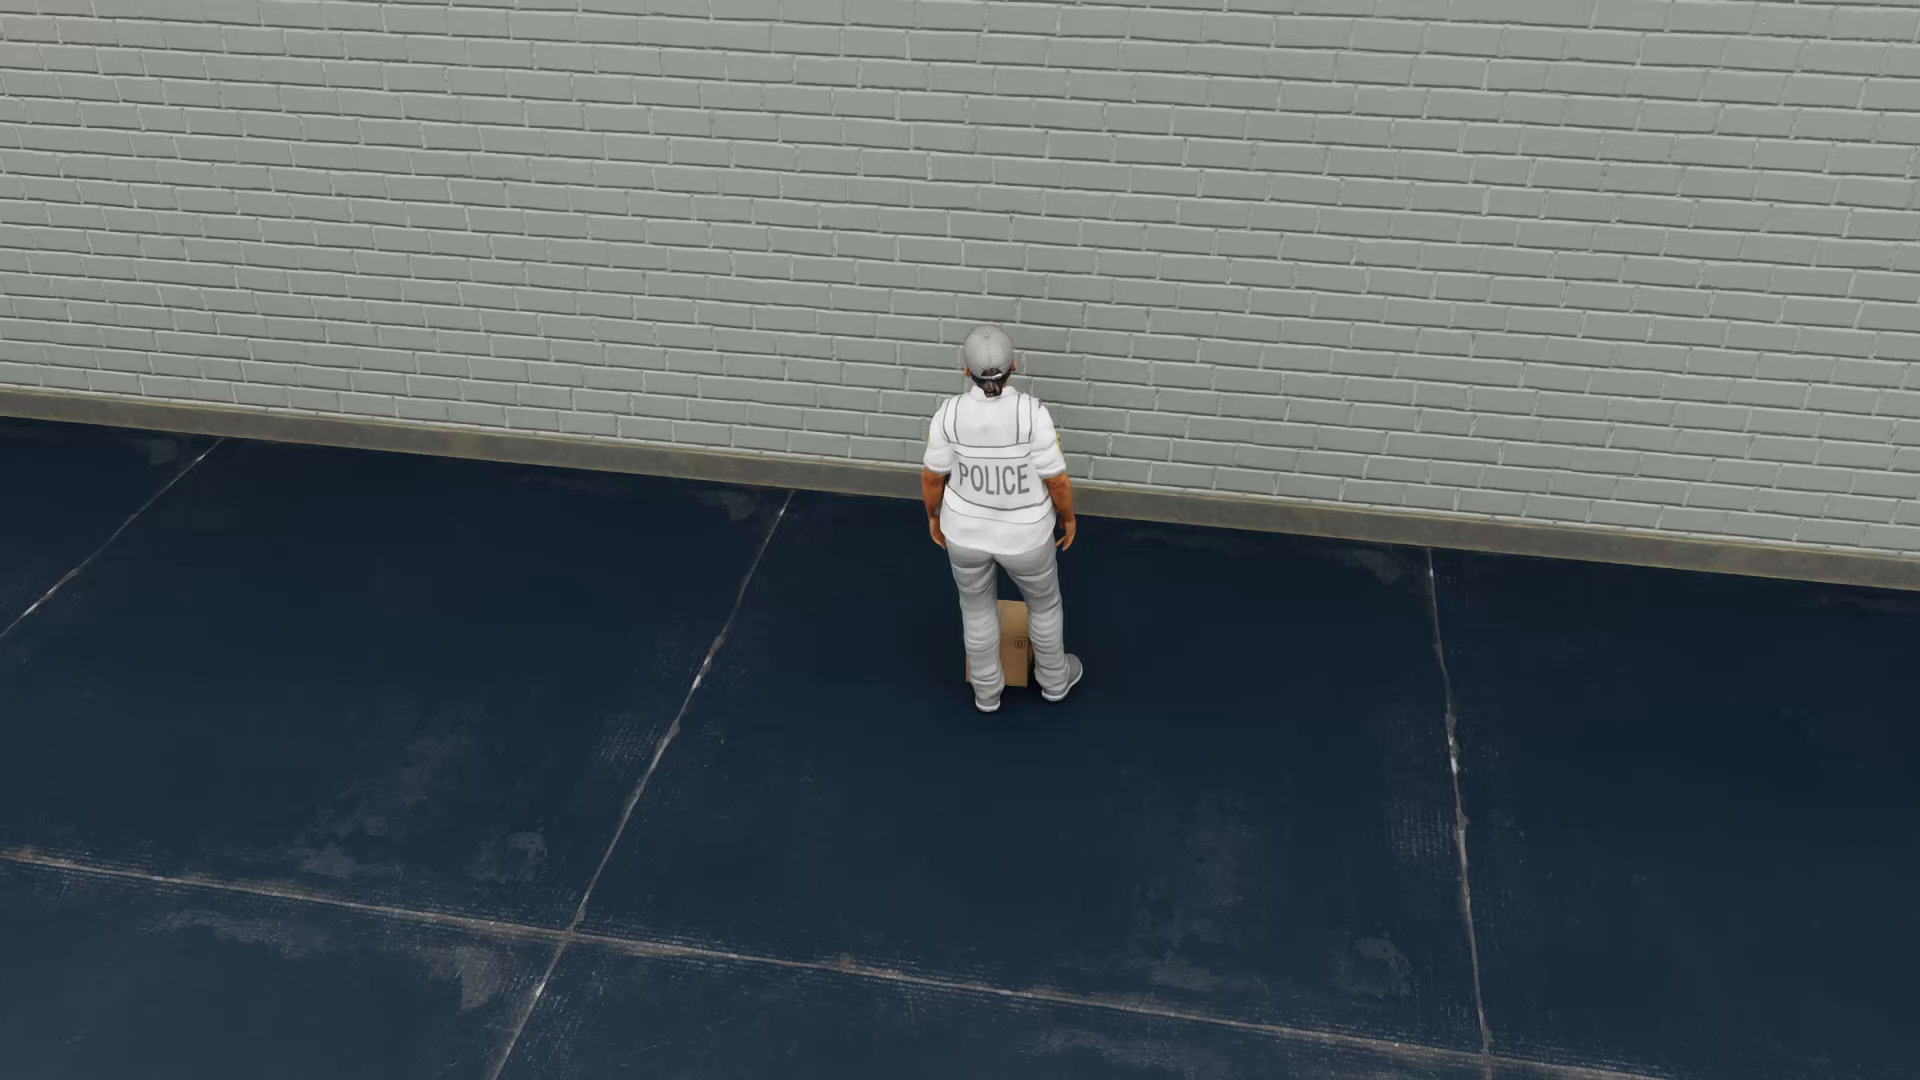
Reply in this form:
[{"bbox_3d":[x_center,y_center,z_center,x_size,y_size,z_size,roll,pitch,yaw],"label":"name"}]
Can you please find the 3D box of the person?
[{"bbox_3d":[0.175,-0.082,6.245,0.599,1.670,0.529,5,33,8],"label":"person"}]
